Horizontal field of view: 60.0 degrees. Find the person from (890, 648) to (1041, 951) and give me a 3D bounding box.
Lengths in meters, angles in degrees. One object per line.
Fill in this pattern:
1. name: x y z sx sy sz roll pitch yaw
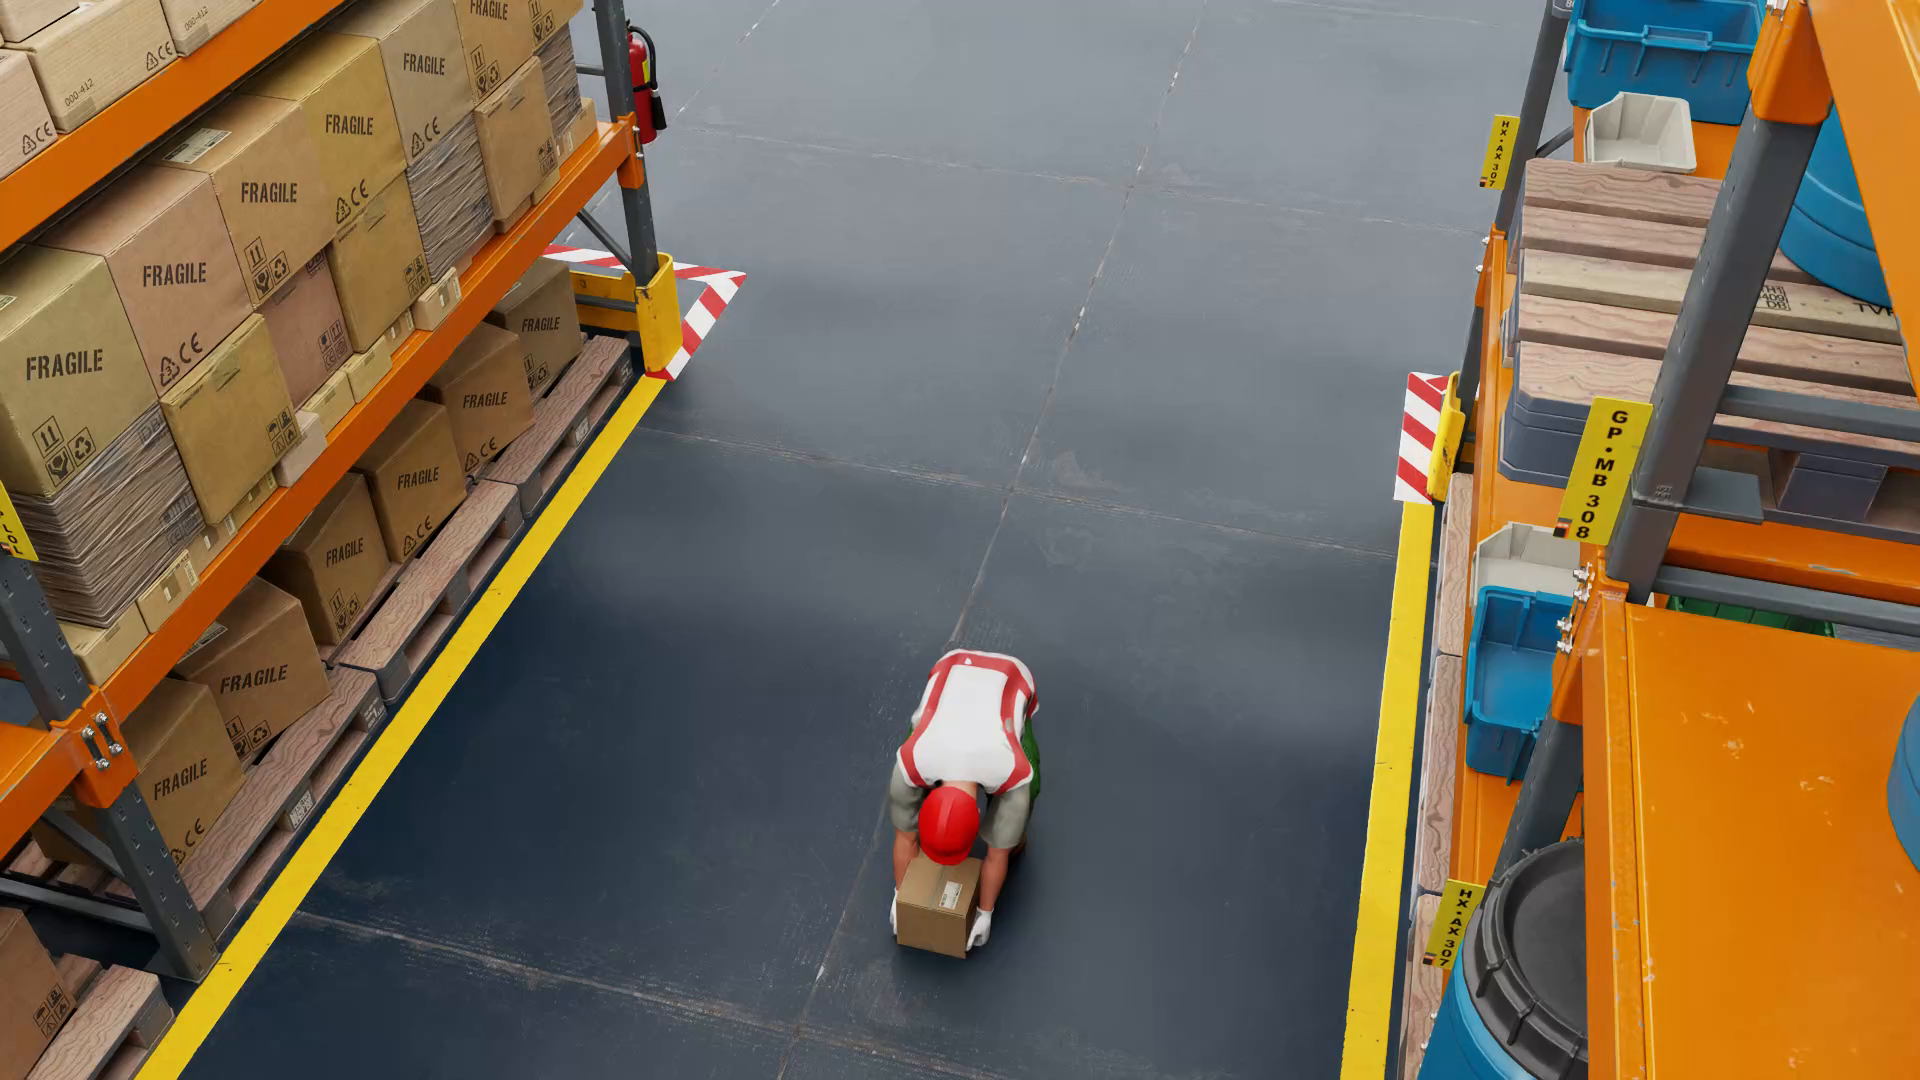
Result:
1. person: 0.022 0.891 5.901 0.518 0.798 0.958 9 41 10
